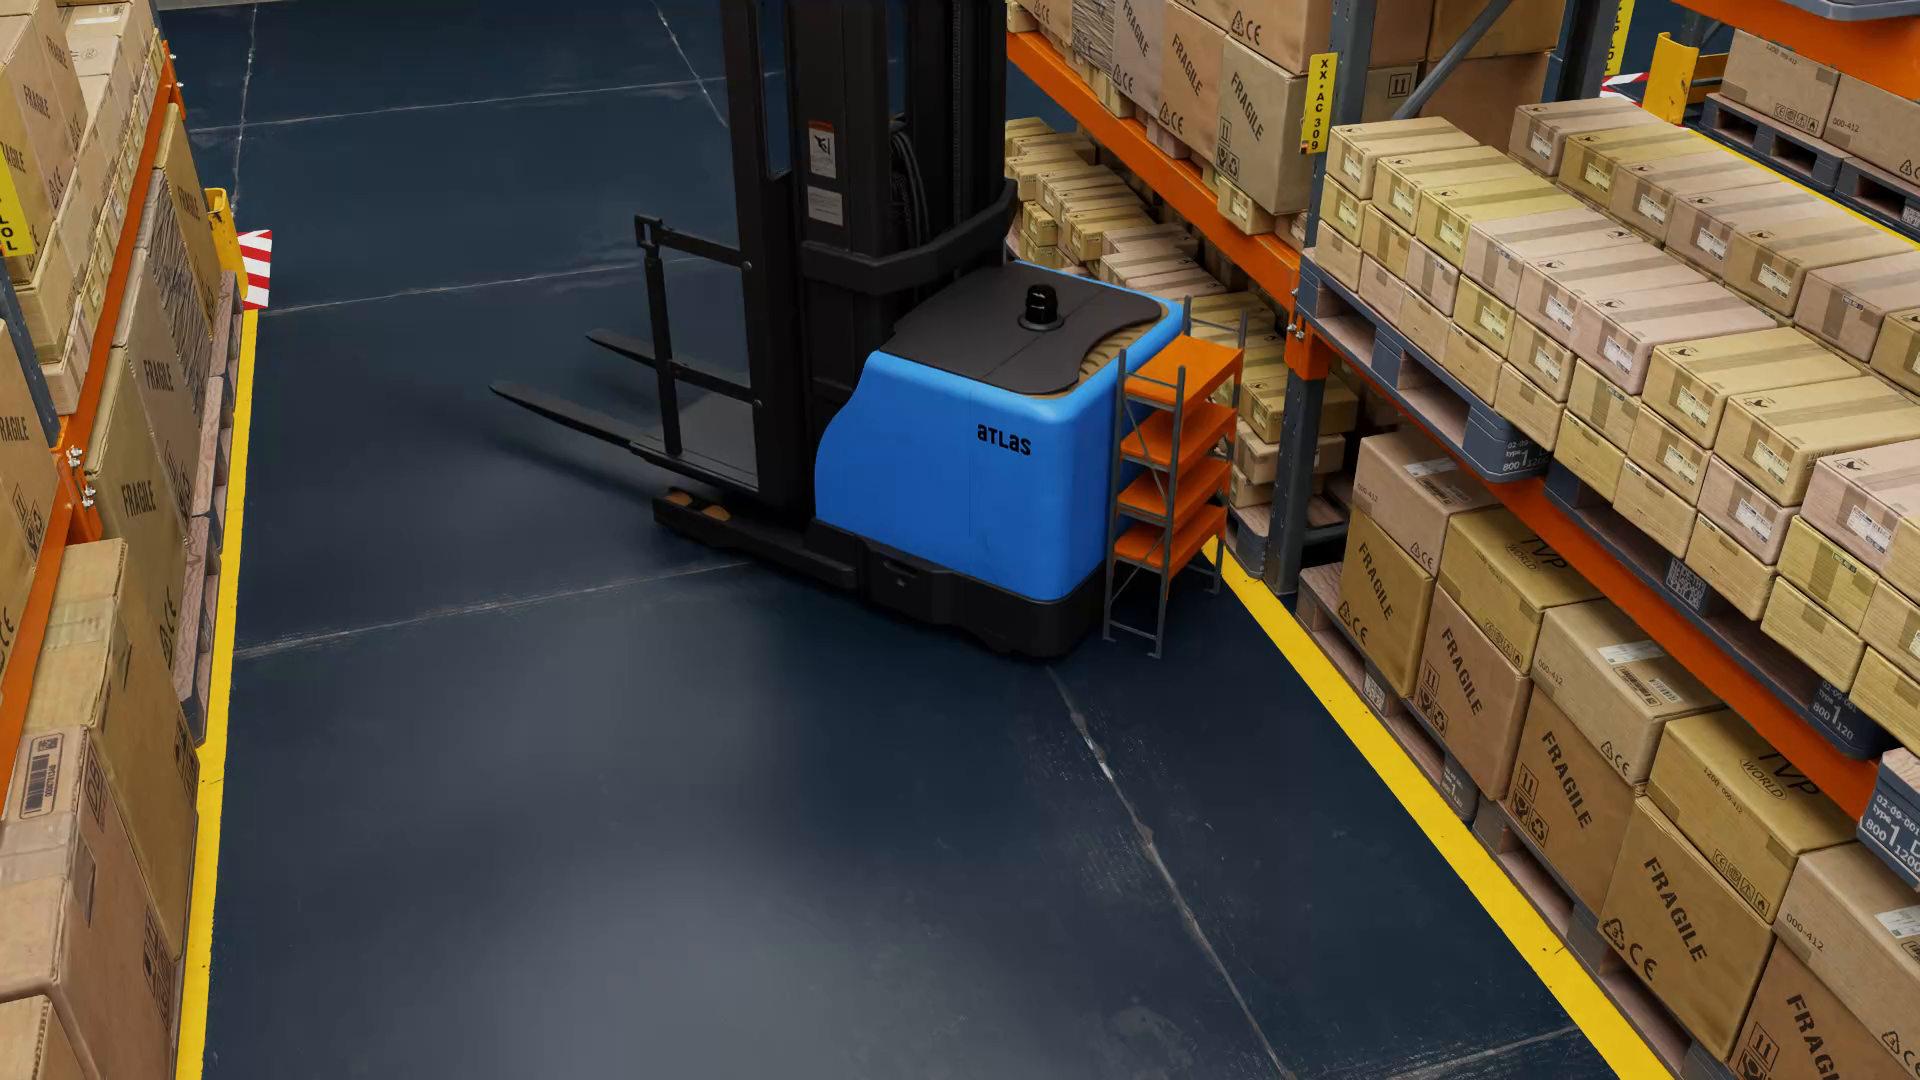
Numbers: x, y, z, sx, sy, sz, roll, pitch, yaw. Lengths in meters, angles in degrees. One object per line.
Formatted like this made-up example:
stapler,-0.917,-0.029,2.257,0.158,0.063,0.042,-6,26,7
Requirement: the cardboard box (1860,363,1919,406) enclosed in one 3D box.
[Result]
cardboard box,2.460,-0.342,4.124,0.380,0.149,0.250,-9,34,-13

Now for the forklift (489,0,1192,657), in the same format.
forklift,-0.645,-1.417,6.236,3.031,2.935,1.130,20,38,27

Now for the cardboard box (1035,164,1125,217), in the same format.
cardboard box,0.601,-1.751,8.344,0.380,0.149,0.250,-12,35,-17

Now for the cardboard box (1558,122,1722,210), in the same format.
cardboard box,2.068,-1.143,5.067,0.380,0.149,0.250,-11,35,-16

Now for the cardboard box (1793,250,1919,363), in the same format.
cardboard box,2.382,-0.600,4.244,0.380,0.149,0.250,-12,35,-17

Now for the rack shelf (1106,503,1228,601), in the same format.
rack shelf,0.766,0.008,6.131,0.258,0.148,0.480,19,38,27

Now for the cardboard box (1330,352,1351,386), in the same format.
cardboard box,1.741,-0.748,6.826,0.380,0.149,0.250,-8,34,-12

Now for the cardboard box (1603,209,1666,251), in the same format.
cardboard box,2.140,-0.893,4.958,0.380,0.149,0.250,-9,34,-13

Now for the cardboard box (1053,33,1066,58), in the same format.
cardboard box,0.660,-2.377,7.854,0.380,0.149,0.250,-10,35,-15

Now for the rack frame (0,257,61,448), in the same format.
rack frame,-3.078,-0.362,4.578,1.000,3.000,0.127,-10,35,-15

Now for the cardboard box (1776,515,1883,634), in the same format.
cardboard box,1.997,0.039,3.547,0.380,0.149,0.250,-10,35,-15

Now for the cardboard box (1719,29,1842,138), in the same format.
cardboard box,5.436,-2.906,10.369,0.875,0.438,0.875,-11,35,-16

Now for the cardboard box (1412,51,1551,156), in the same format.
cardboard box,1.765,-1.612,6.108,0.500,0.500,0.500,-11,35,-16

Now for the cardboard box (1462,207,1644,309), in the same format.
cardboard box,1.599,-0.766,4.496,0.380,0.149,0.250,-10,35,-15

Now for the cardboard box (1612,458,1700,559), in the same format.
cardboard box,1.836,-0.112,4.046,0.380,0.149,0.250,-12,35,-17

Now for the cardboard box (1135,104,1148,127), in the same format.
cardboard box,0.966,-1.836,7.036,0.380,0.149,0.250,-11,35,-15

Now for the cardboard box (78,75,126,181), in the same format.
cardboard box,-3.425,-1.508,6.177,0.500,0.250,0.500,-10,35,-15

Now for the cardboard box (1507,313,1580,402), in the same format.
cardboard box,1.683,-0.505,4.370,0.380,0.149,0.250,-9,34,-13

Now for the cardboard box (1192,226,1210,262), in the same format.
cardboard box,1.316,-1.418,7.840,0.380,0.149,0.250,-10,35,-14

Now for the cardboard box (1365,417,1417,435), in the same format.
cardboard box,1.871,-0.498,6.717,0.380,0.149,0.250,-8,34,-13

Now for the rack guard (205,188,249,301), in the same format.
rack guard,-4.305,-1.432,8.464,1.175,0.500,0.348,-10,35,-15

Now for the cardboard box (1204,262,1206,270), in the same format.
cardboard box,1.391,-1.304,7.938,0.380,0.149,0.250,-10,35,-14

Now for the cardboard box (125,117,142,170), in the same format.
cardboard box,-3.483,-1.554,6.609,0.380,0.149,0.250,-10,35,-15

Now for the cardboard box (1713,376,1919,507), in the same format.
cardboard box,1.918,-0.221,3.672,0.380,0.149,0.250,-8,34,-12

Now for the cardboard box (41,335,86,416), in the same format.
cardboard box,-2.851,-0.469,4.967,0.380,0.149,0.250,-10,35,-15

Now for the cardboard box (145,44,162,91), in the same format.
cardboard box,-3.795,-2.090,7.420,0.380,0.149,0.250,-10,35,-14

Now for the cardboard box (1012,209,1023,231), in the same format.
cardboard box,0.469,-1.777,8.923,0.380,0.149,0.250,-10,35,-15

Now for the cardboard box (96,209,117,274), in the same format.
cardboard box,-3.173,-1.017,5.796,0.380,0.149,0.250,-10,35,-15

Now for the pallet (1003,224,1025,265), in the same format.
pallet,0.694,-1.608,8.992,1.003,0.211,1.213,-10,35,-15

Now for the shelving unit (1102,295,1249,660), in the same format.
shelving unit,0.766,-0.214,5.985,0.258,1.200,0.503,19,38,27

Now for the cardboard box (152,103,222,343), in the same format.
cardboard box,-4.027,-1.429,7.738,0.875,0.875,0.875,-10,35,-15

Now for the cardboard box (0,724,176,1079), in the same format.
cardboard box,-2.590,1.150,3.834,1.225,0.875,0.875,-11,35,-16

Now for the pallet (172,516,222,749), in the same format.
pallet,-3.235,0.389,5.971,1.003,0.211,1.213,-10,35,-15

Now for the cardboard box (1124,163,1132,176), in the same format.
cardboard box,1.081,-1.986,8.700,0.380,0.149,0.250,-11,35,-16

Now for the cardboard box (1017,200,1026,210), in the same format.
cardboard box,0.401,-1.882,8.812,0.380,0.149,0.250,-10,35,-15

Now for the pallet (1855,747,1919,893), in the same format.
pallet,2.578,0.680,3.173,1.213,0.211,1.003,-10,35,-15

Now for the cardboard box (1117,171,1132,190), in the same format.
cardboard box,1.049,-1.852,8.767,0.380,0.149,0.250,-11,35,-17

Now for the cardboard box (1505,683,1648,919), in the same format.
cardboard box,1.985,0.707,4.846,0.500,0.500,0.500,-9,35,-14

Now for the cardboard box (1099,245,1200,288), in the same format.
cardboard box,0.852,-1.193,7.500,0.380,0.149,0.250,-11,35,-16

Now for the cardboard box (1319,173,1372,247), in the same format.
cardboard box,1.359,-1.054,5.201,0.380,0.149,0.250,-9,35,-14

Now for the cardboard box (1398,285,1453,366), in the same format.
cardboard box,1.521,-0.653,4.865,0.380,0.149,0.250,-10,35,-14

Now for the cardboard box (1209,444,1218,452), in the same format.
cardboard box,1.233,-0.428,6.882,0.380,0.149,0.250,-9,35,-13

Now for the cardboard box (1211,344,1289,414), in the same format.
cardboard box,1.204,-0.648,6.675,0.380,0.149,0.250,-10,35,-14

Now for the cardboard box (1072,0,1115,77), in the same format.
cardboard box,0.816,-2.325,7.187,0.500,0.500,0.500,-11,35,-16

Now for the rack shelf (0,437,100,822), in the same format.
rack shelf,-2.468,0.988,3.187,1.077,0.370,4.000,-10,35,-15

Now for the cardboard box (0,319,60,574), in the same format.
cardboard box,-2.675,-0.205,4.248,0.500,0.500,0.500,-10,35,-15

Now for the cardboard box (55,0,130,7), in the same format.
cardboard box,-3.899,-2.625,7.188,0.500,0.500,0.500,-10,35,-14

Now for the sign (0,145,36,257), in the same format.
sign,-2.564,-0.909,4.426,0.100,0.325,0.005,-10,35,-15

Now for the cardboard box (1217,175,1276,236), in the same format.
cardboard box,1.184,-1.266,6.173,0.380,0.149,0.250,-11,35,-16

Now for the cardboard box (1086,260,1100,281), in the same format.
cardboard box,0.829,-1.357,8.017,0.380,0.149,0.250,-8,34,-12

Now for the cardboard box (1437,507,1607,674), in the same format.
cardboard box,1.815,0.123,5.049,0.500,0.250,0.500,-9,35,-13
